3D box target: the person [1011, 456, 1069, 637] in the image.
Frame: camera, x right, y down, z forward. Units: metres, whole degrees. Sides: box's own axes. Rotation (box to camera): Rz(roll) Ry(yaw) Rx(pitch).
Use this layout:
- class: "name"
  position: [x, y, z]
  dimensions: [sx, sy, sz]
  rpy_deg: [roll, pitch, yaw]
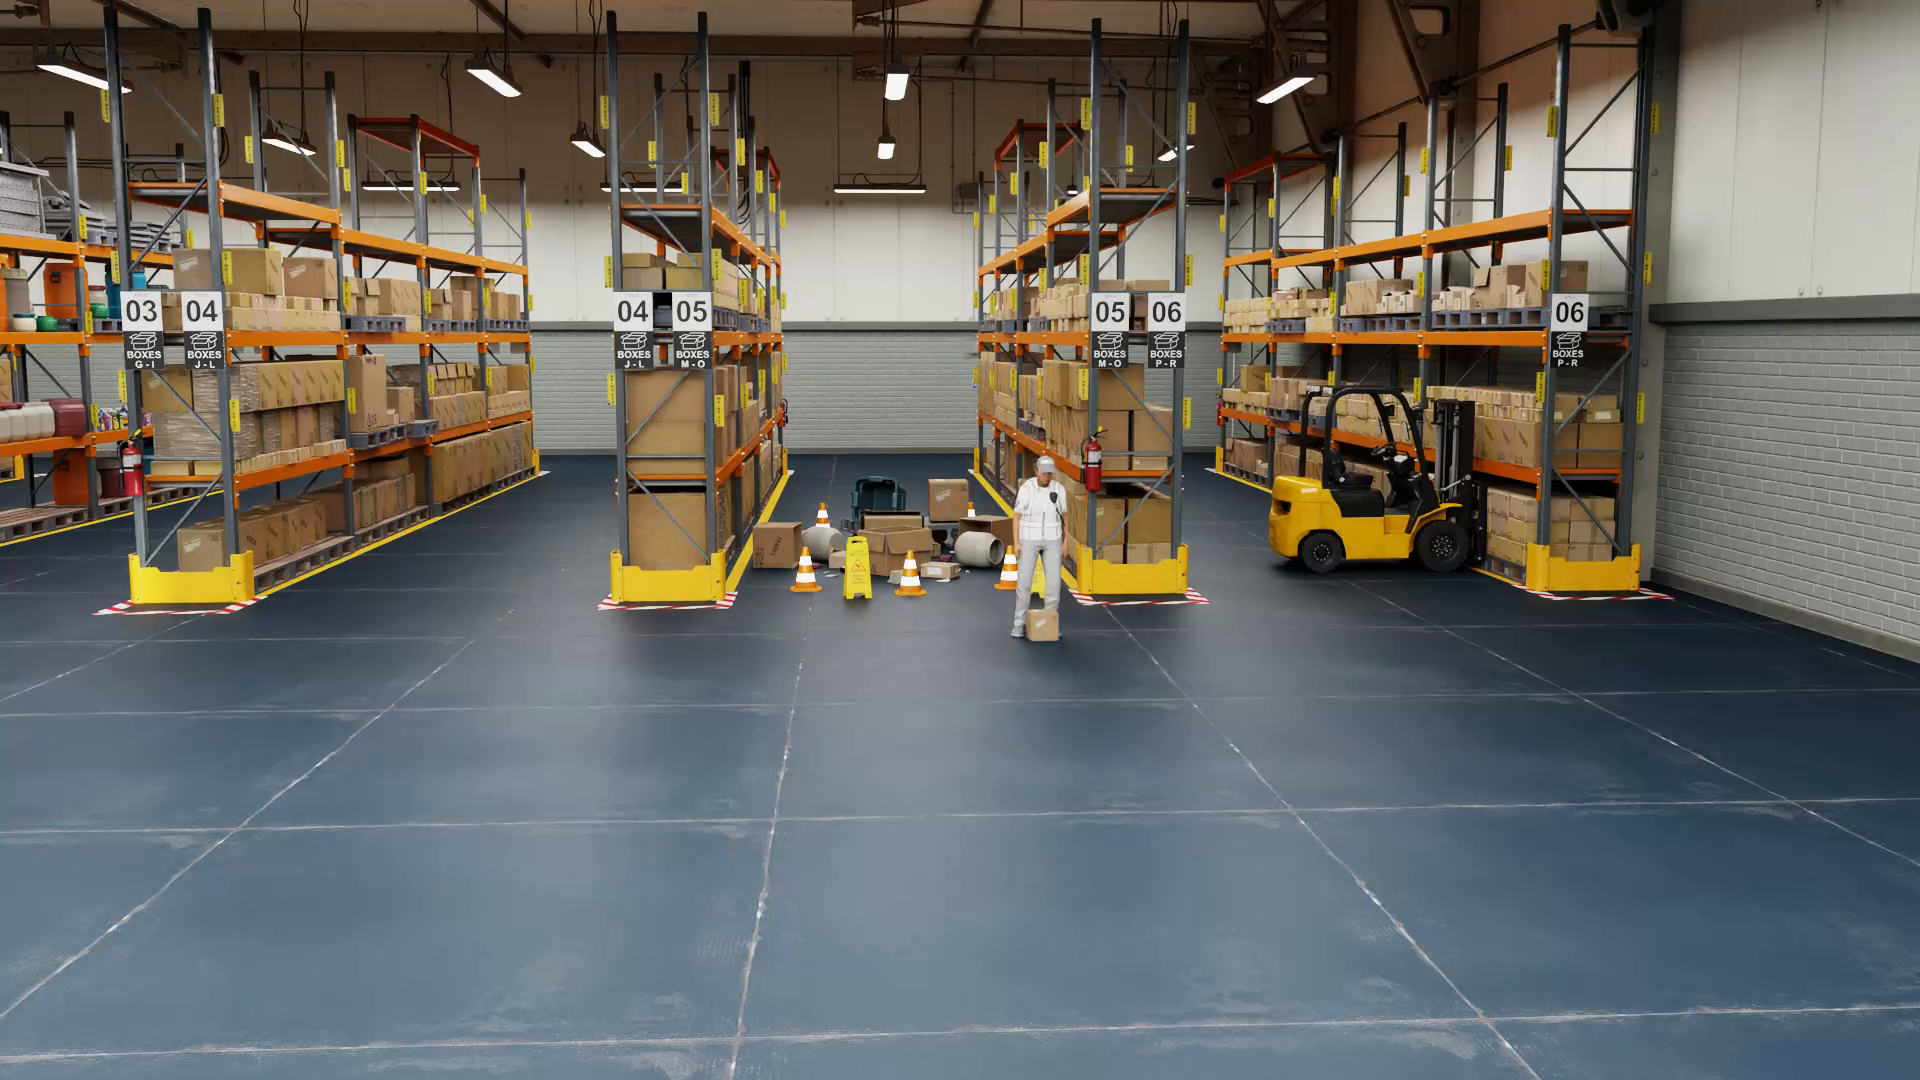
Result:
- class: "person"
  position: [0.736, 0.050, 15.317]
  dimensions: [0.554, 1.665, 0.456]
  rpy_deg: [-1, 7, -7]
